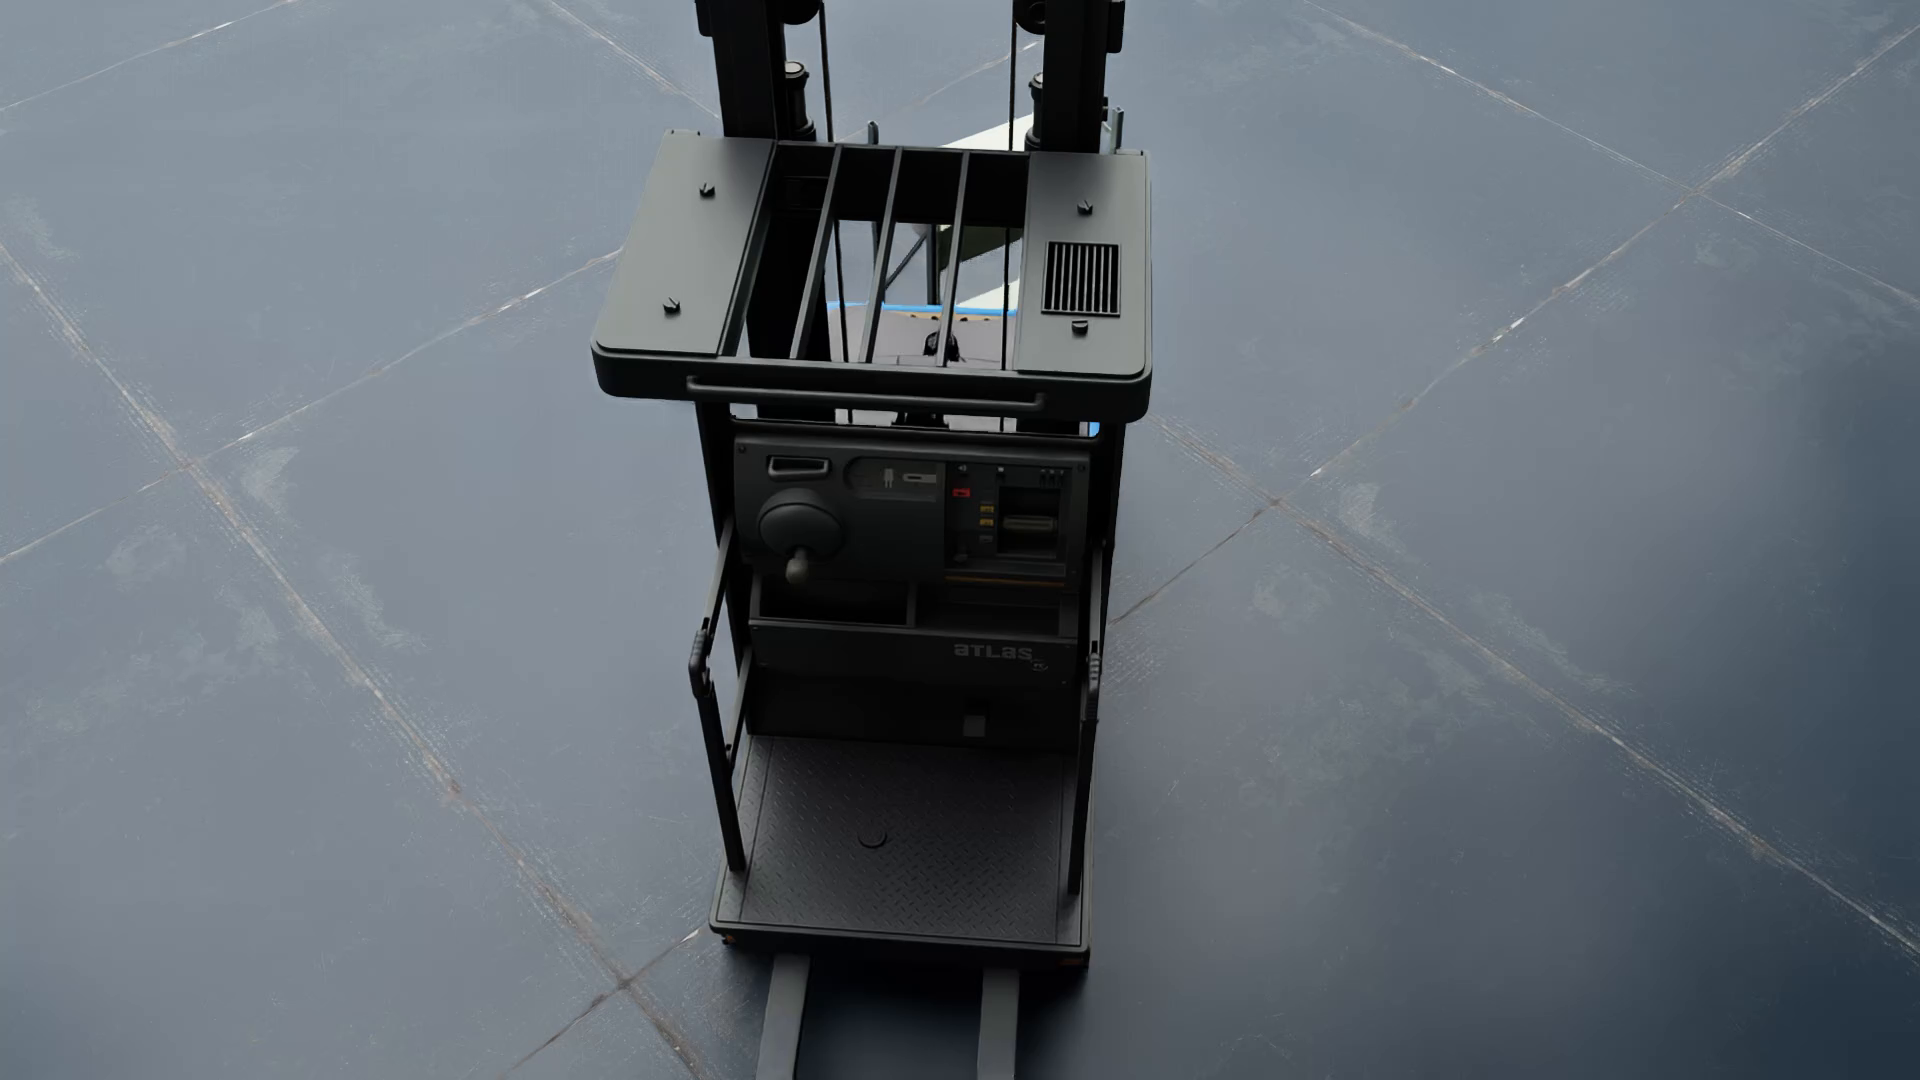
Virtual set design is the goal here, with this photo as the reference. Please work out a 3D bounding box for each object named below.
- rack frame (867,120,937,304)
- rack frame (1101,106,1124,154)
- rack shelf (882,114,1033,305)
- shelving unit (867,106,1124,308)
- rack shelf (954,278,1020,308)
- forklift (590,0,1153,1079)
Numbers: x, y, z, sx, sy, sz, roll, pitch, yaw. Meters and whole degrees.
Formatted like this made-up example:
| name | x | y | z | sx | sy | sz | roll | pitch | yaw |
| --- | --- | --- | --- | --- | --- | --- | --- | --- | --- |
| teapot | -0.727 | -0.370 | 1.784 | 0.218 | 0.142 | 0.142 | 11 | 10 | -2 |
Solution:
| name | x | y | z | sx | sy | sz | roll | pitch | yaw |
| --- | --- | --- | --- | --- | --- | --- | --- | --- | --- |
| rack frame | -0.189 | -0.750 | 5.921 | 0.023 | 1.500 | 0.400 | -25 | 52 | -21 |
| rack frame | 0.429 | -1.038 | 6.187 | 0.023 | 1.500 | 0.400 | -25 | 52 | -21 |
| rack shelf | 0.120 | -1.159 | 5.768 | 0.720 | 0.370 | 0.431 | -25 | 52 | -21 |
| shelving unit | 0.120 | -0.894 | 6.054 | 0.755 | 1.500 | 0.431 | -25 | 52 | -21 |
| rack shelf | 0.120 | -0.673 | 6.294 | 0.720 | 0.370 | 0.431 | -25 | 52 | -21 |
| forklift | -0.143 | 0.034 | 4.224 | 1.130 | 2.935 | 3.031 | 3 | 47 | 3 |
